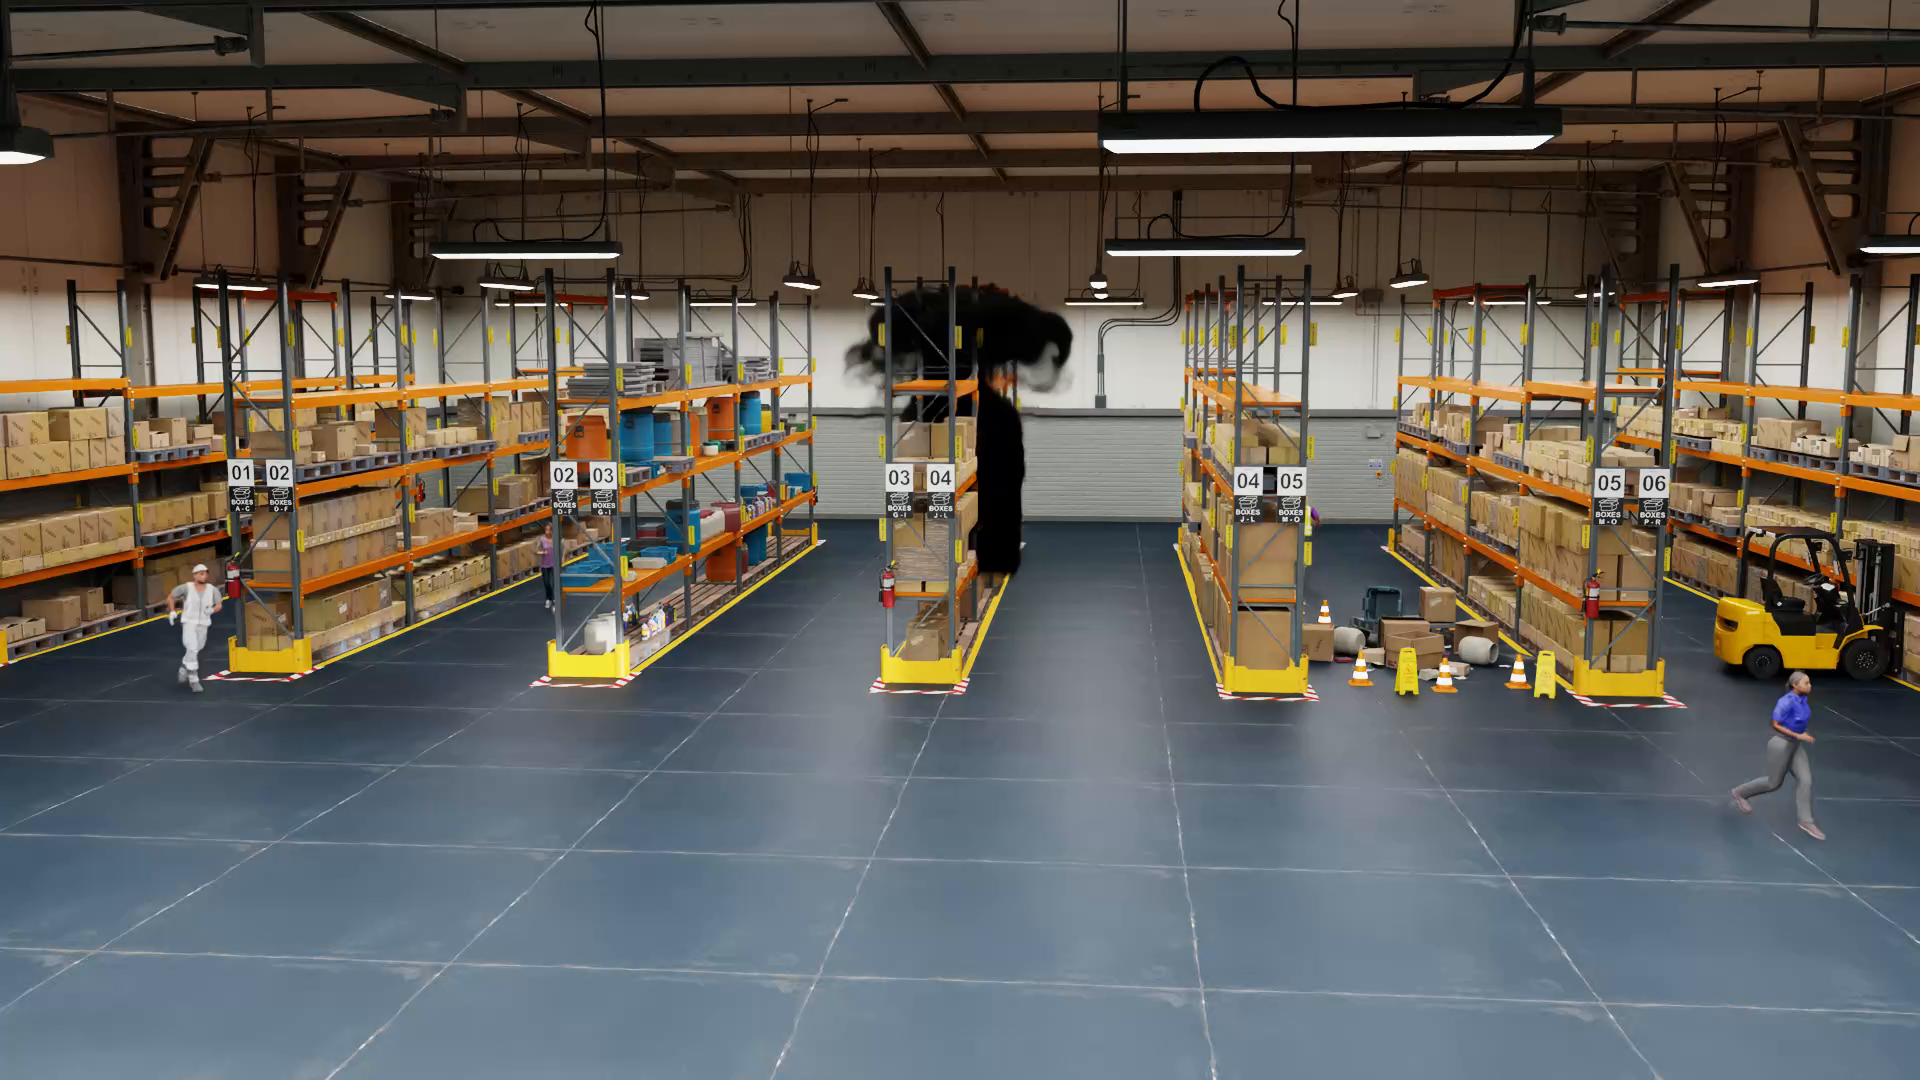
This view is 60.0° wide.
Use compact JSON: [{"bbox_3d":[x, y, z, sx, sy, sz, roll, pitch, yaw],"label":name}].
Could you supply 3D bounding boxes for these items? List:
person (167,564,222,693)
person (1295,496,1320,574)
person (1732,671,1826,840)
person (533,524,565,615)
[{"bbox_3d":[-10.895,1.222,23.774,0.704,1.751,0.977,-7,10,-44],"label":"person"},{"bbox_3d":[7.153,-0.092,34.872,0.726,1.753,0.962,1,7,7],"label":"person"},{"bbox_3d":[8.405,2.145,16.968,0.600,1.646,0.977,-5,9,-37],"label":"person"},{"bbox_3d":[-7.494,0.507,30.393,0.565,1.631,0.778,-2,7,-12],"label":"person"}]
